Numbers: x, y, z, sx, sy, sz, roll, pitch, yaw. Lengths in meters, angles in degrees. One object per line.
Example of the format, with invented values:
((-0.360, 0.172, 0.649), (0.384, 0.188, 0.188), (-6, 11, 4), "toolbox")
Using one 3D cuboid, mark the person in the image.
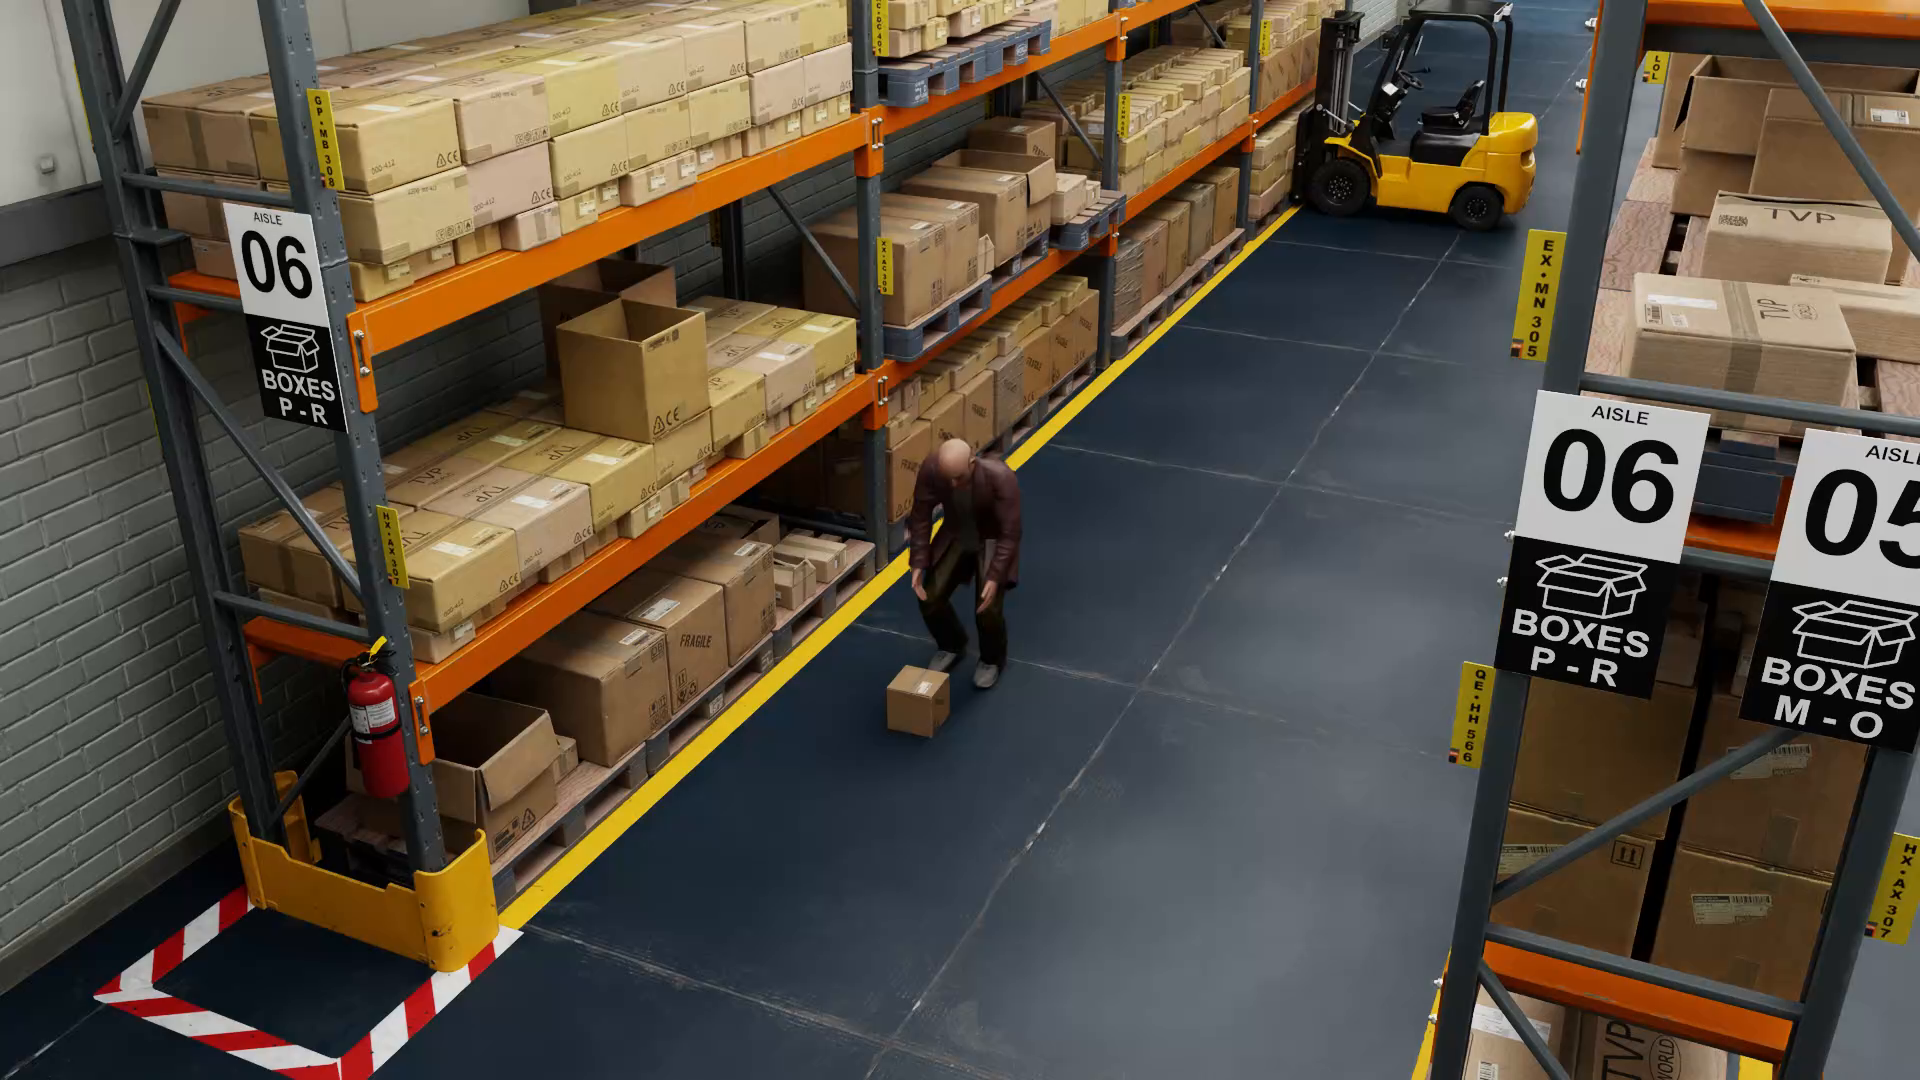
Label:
((0.064, 0.075, 8.828), (0.630, 1.476, 0.681), (12, 28, 23), "person")
